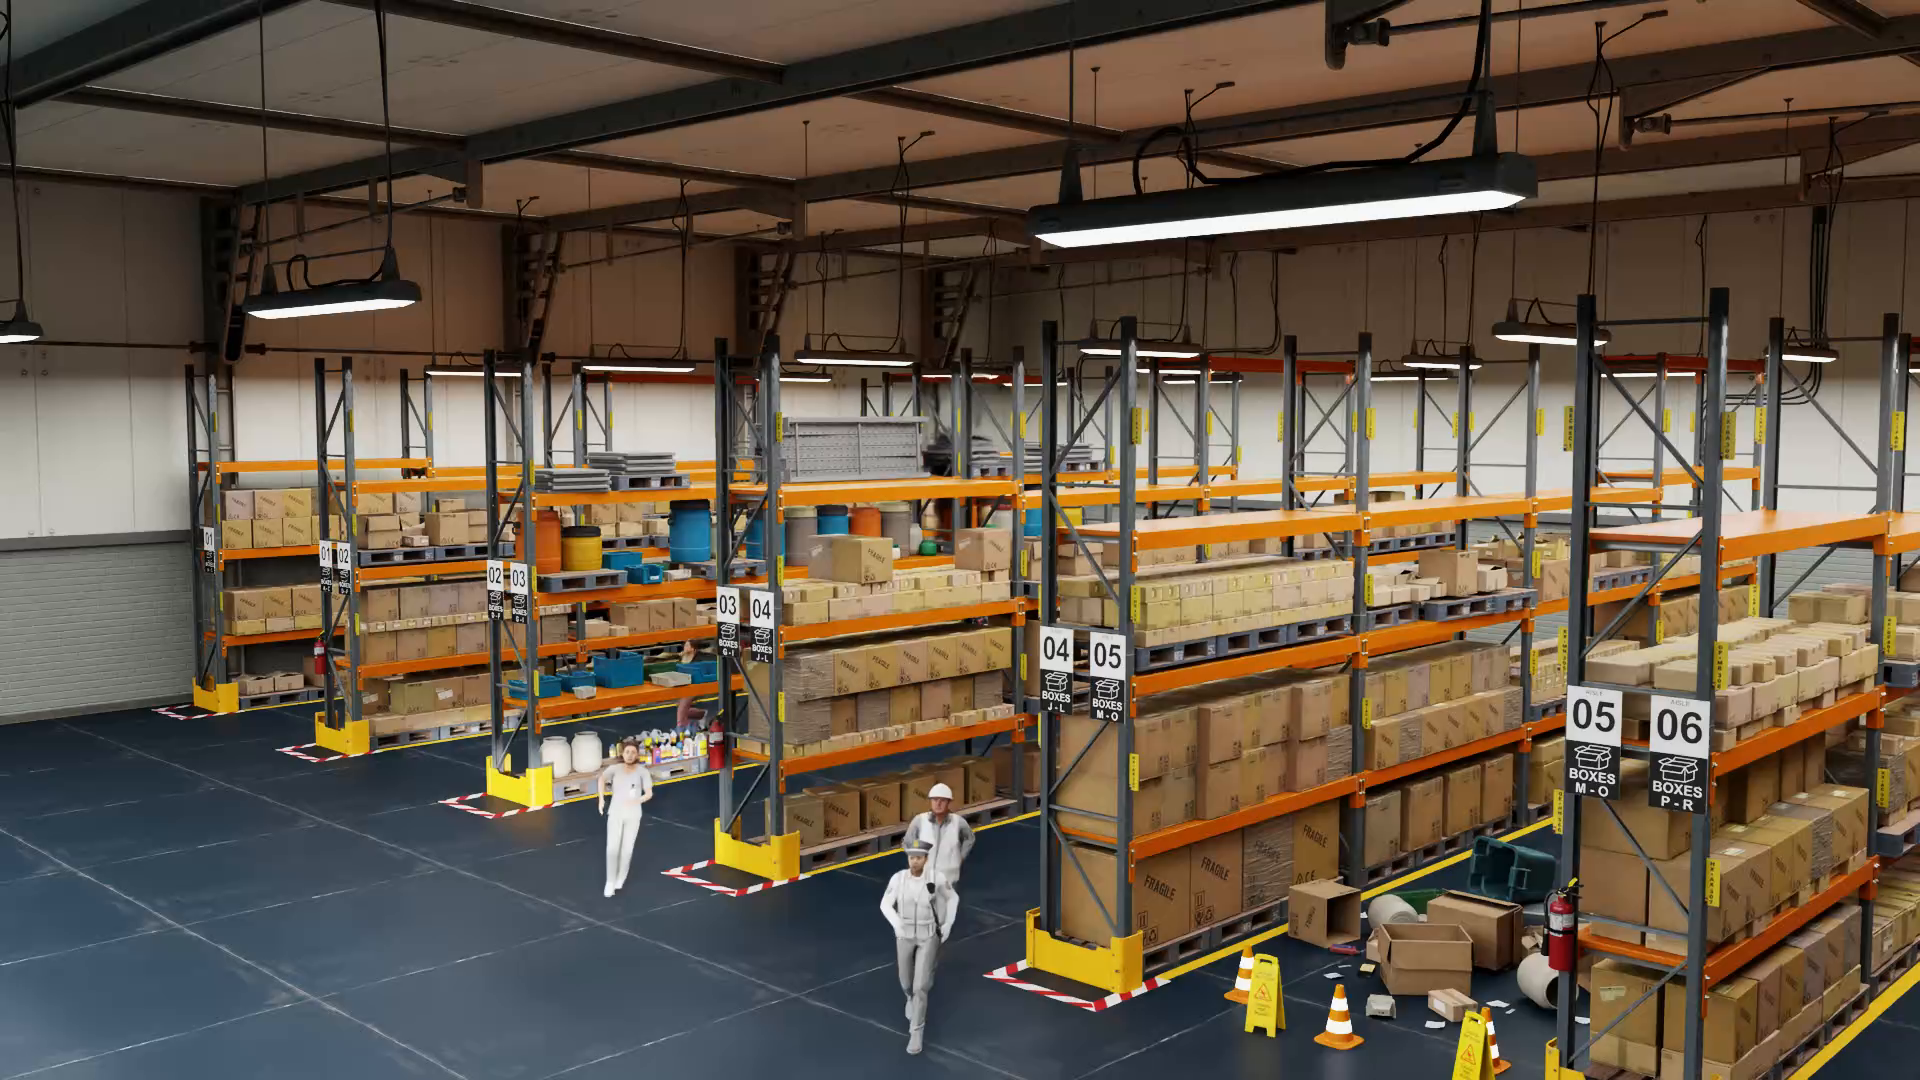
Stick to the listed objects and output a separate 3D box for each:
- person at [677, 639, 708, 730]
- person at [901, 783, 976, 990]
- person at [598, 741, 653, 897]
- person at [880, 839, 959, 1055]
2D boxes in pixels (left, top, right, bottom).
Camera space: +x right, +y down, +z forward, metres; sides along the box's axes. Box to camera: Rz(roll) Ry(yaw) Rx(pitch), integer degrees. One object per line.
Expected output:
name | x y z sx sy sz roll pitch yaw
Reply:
person | -4.234 2.363 26.107 0.592 1.632 0.810 4 6 41
person | -0.206 3.120 15.229 0.661 1.826 0.795 1 4 8
person | -3.584 2.978 17.839 0.569 1.653 0.624 -1 4 -12
person | -0.335 3.280 13.725 0.641 1.696 0.785 1 4 7
